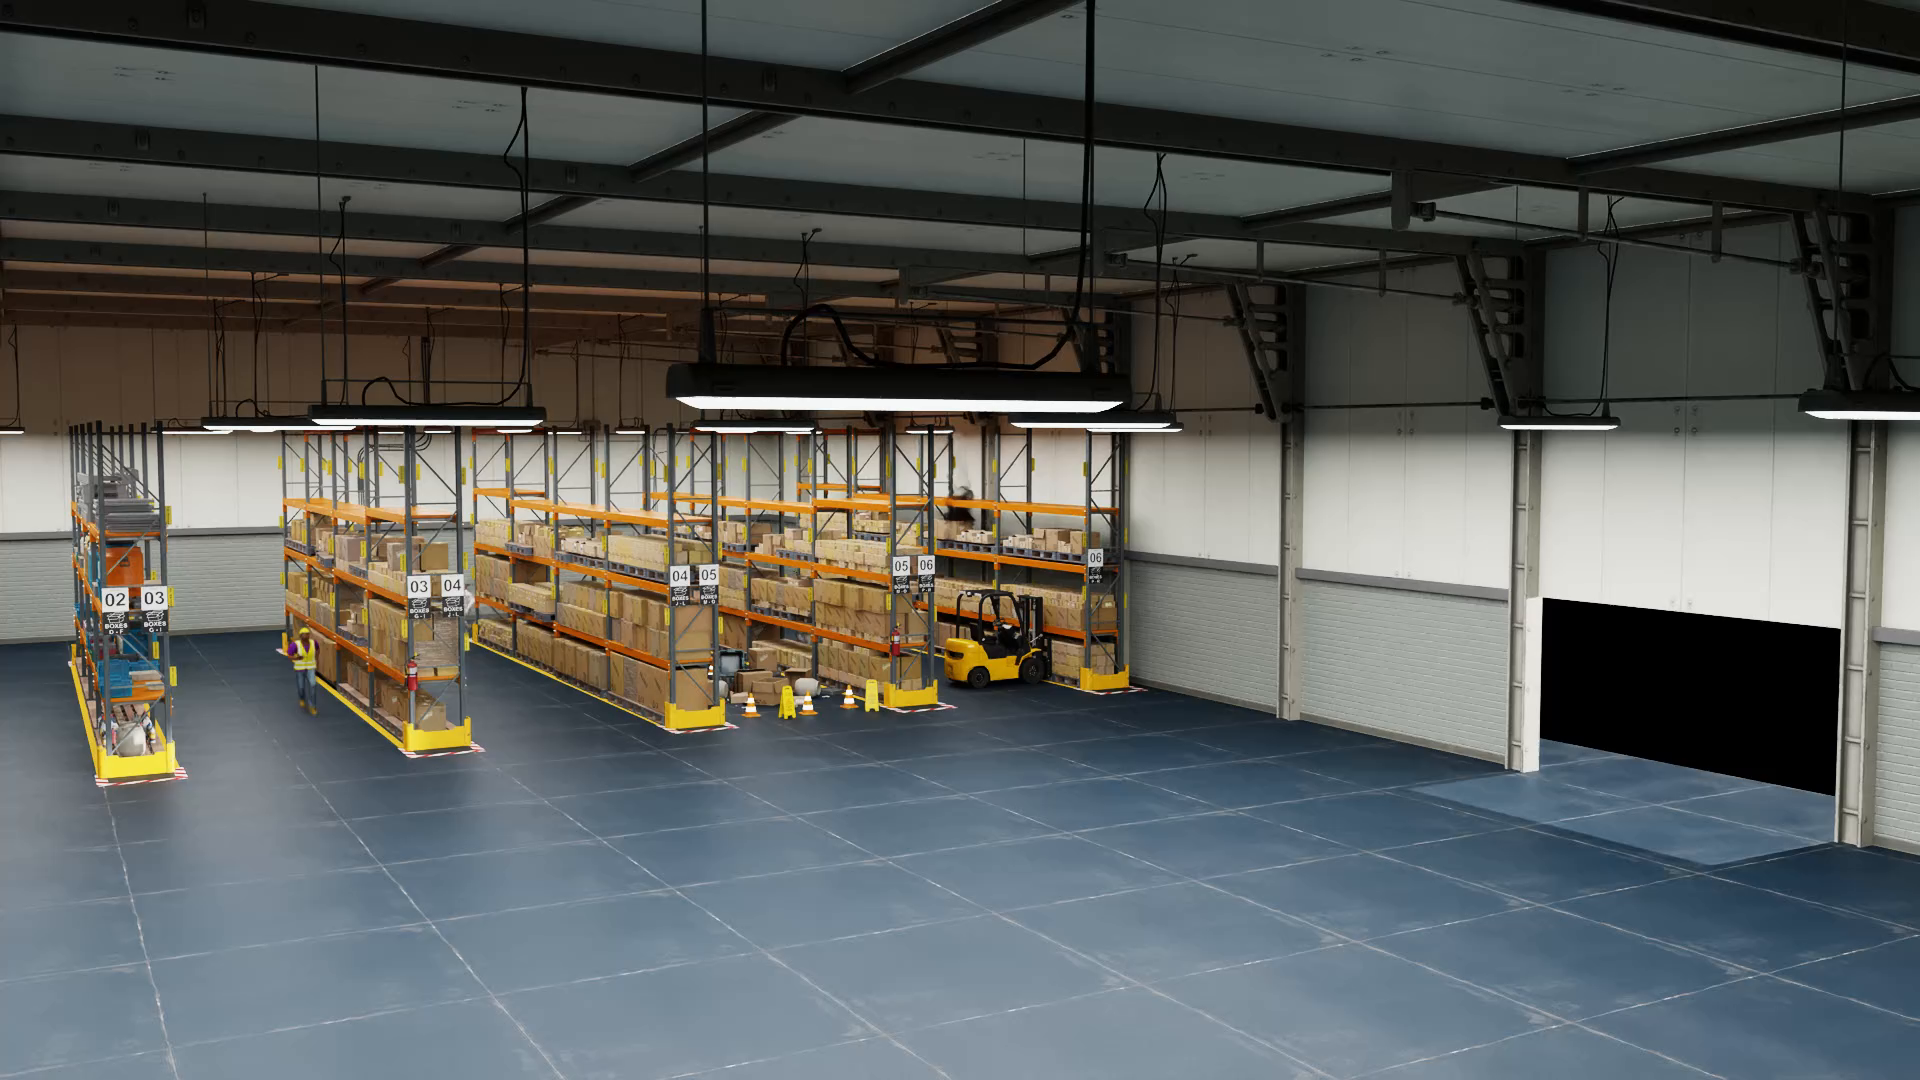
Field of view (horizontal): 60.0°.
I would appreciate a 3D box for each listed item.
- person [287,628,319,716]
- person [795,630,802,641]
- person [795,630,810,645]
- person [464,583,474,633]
[{"bbox_3d":[-13.644,2.720,34.563,0.662,1.821,0.964,-2,4,-27],"label":"person"},{"bbox_3d":[-4.610,1.967,46.628,0.675,1.803,0.733,-3,5,-41],"label":"person"},{"bbox_3d":[-4.207,2.148,44.408,0.596,1.690,0.644,-2,4,-27],"label":"person"},{"bbox_3d":[-14.243,1.998,47.758,0.472,1.610,0.713,-2,4,-33],"label":"person"}]
